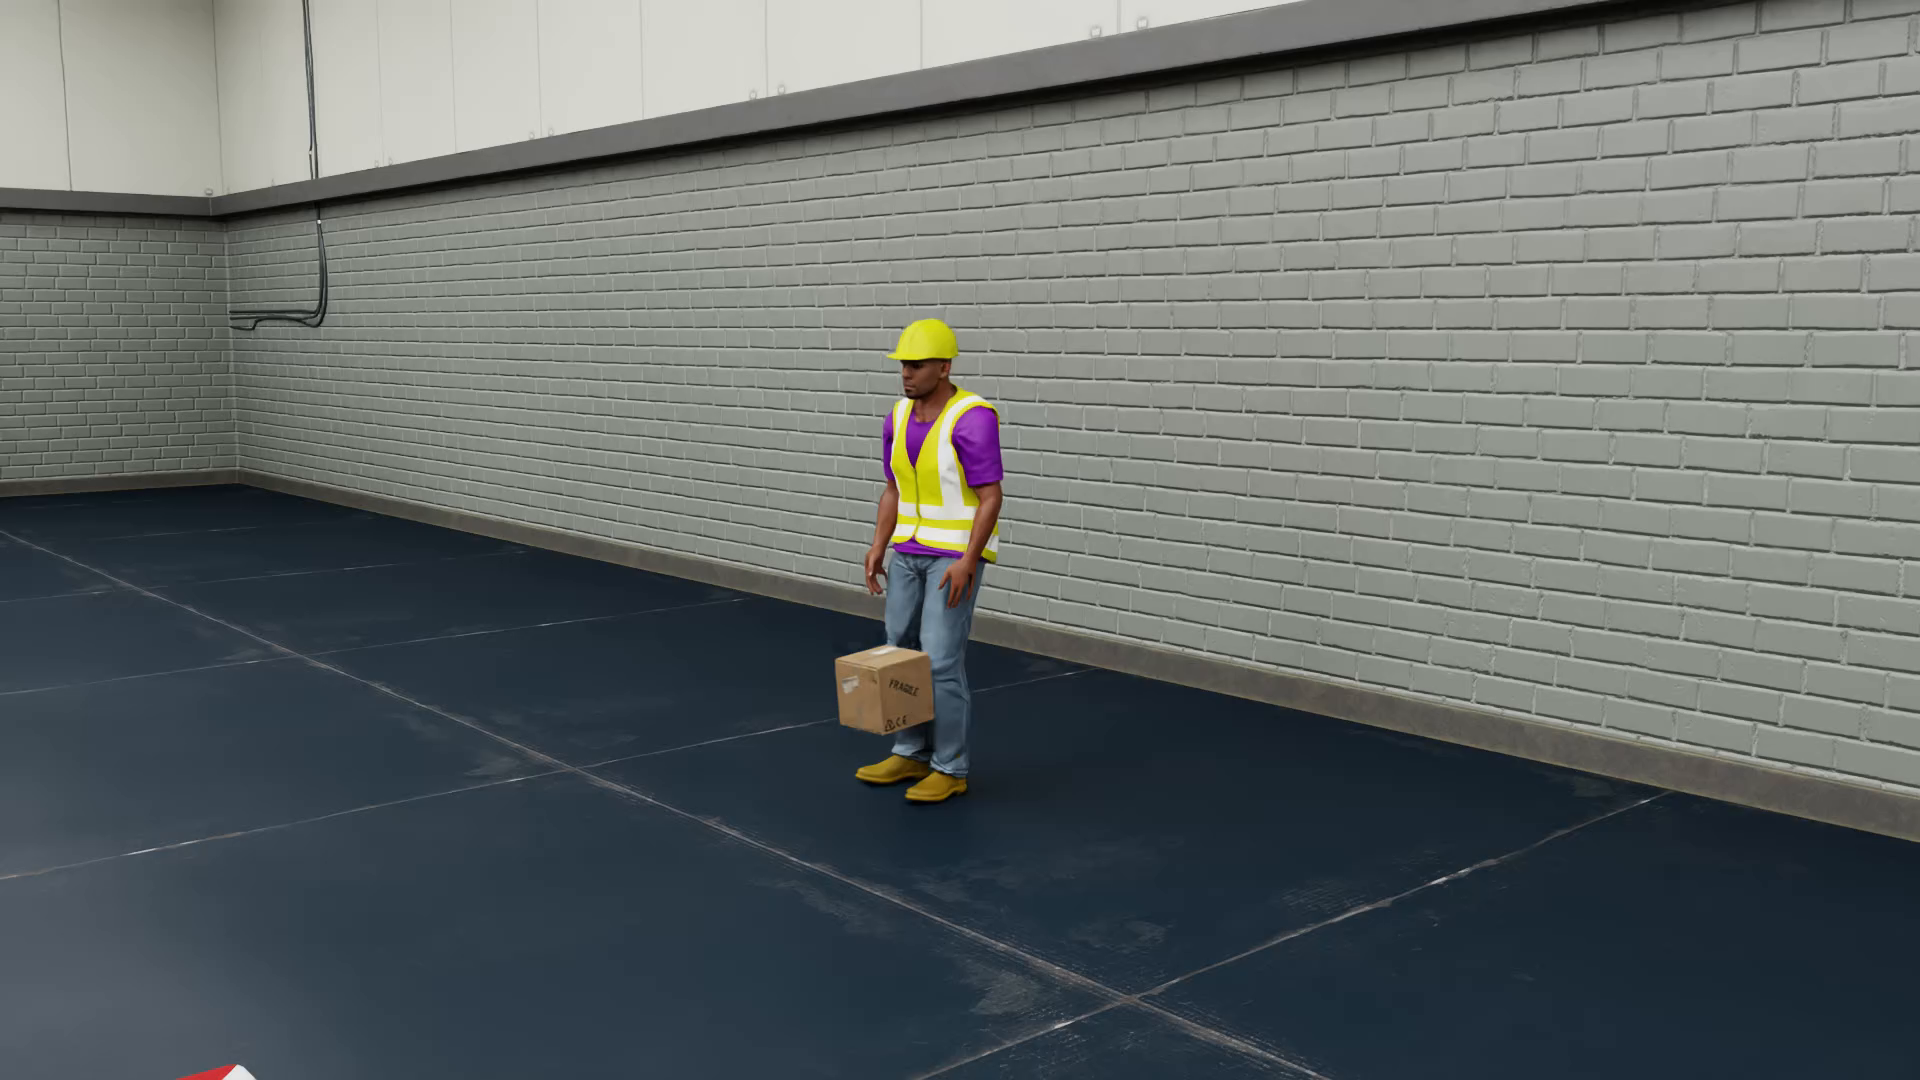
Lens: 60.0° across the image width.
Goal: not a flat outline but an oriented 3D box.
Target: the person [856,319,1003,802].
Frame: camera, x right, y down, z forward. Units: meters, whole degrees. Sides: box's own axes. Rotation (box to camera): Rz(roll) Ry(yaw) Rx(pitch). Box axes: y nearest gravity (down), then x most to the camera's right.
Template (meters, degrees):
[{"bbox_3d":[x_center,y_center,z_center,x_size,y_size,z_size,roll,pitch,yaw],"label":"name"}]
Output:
[{"bbox_3d":[-0.102,0.067,6.179,0.457,1.764,0.595,-7,10,-42],"label":"person"}]
